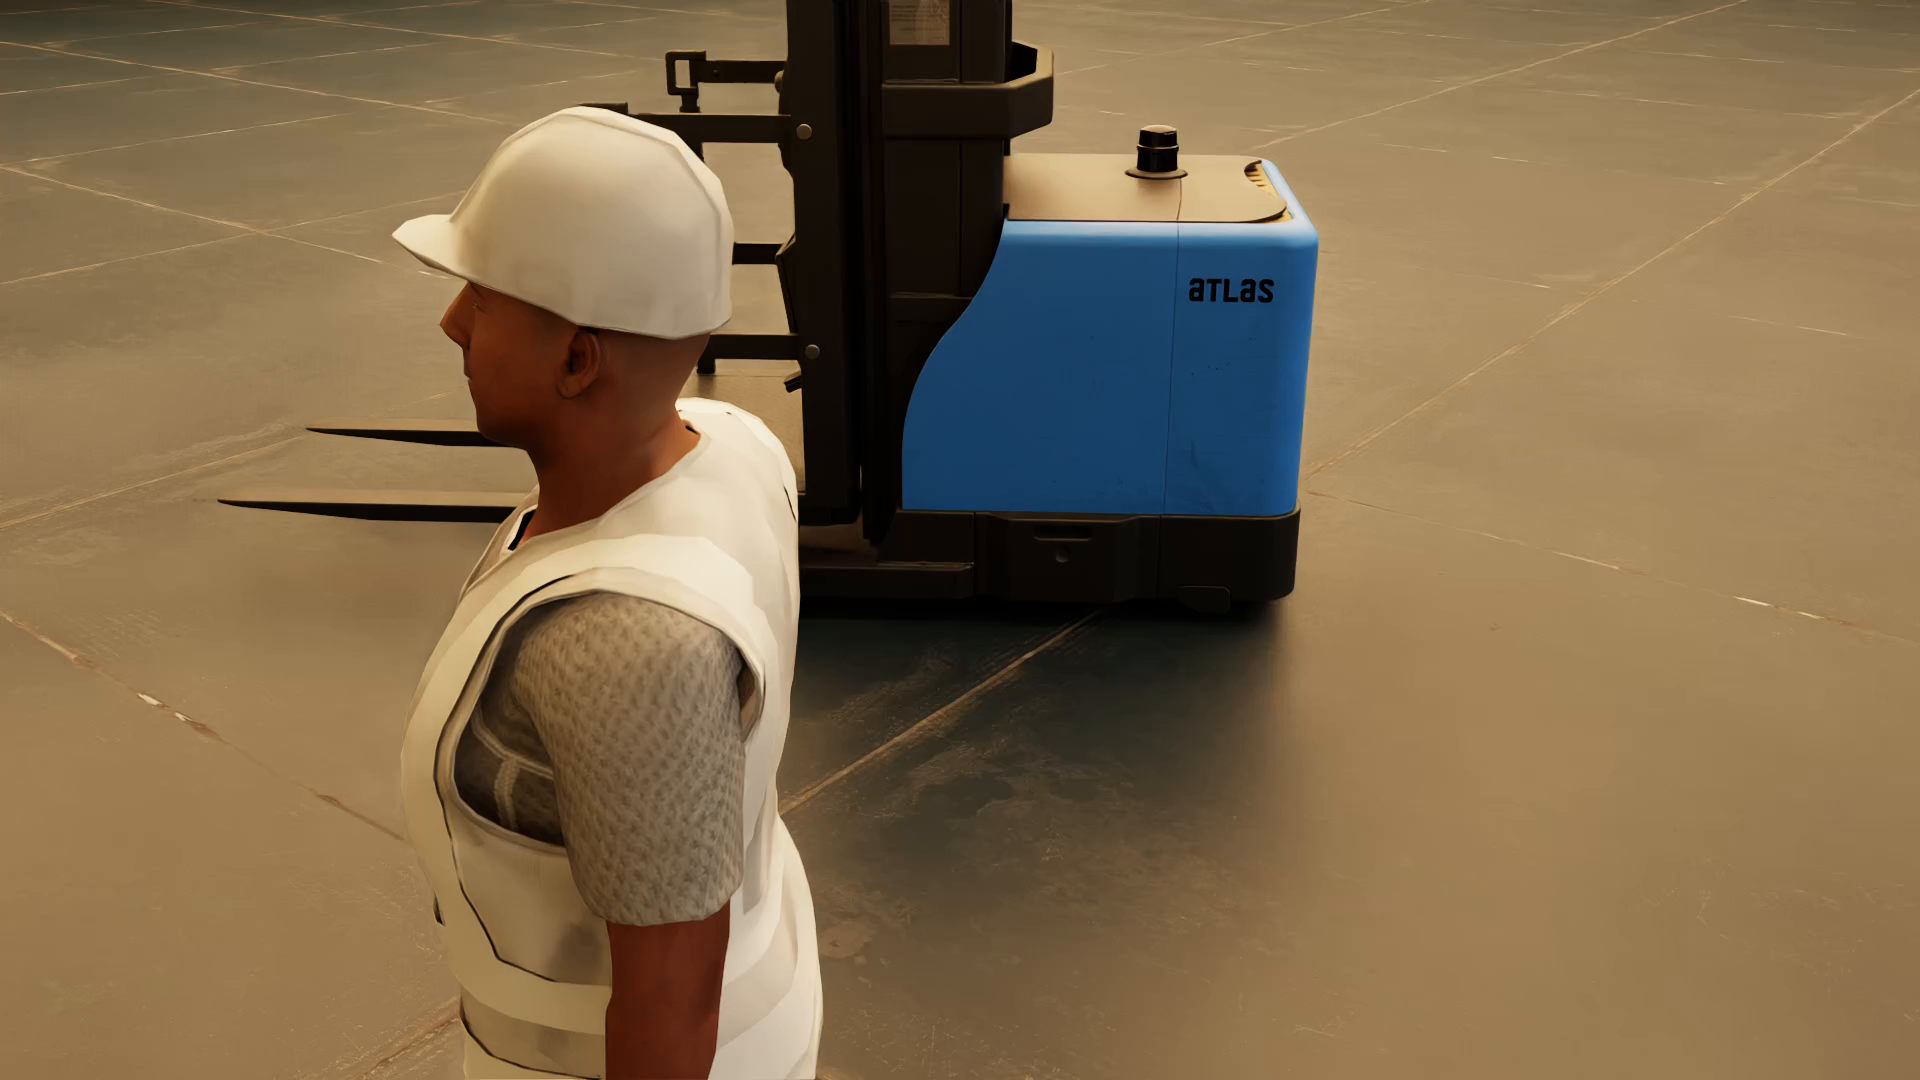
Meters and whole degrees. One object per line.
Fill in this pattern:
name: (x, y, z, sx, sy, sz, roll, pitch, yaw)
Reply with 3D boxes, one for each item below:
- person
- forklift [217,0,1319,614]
person: (-0.327, 0.487, 1.646, 0.384, 1.790, 0.535, -2, 23, -4)
forklift: (-0.578, -1.353, 4.449, 3.031, 2.935, 1.130, 1, 23, 3)
